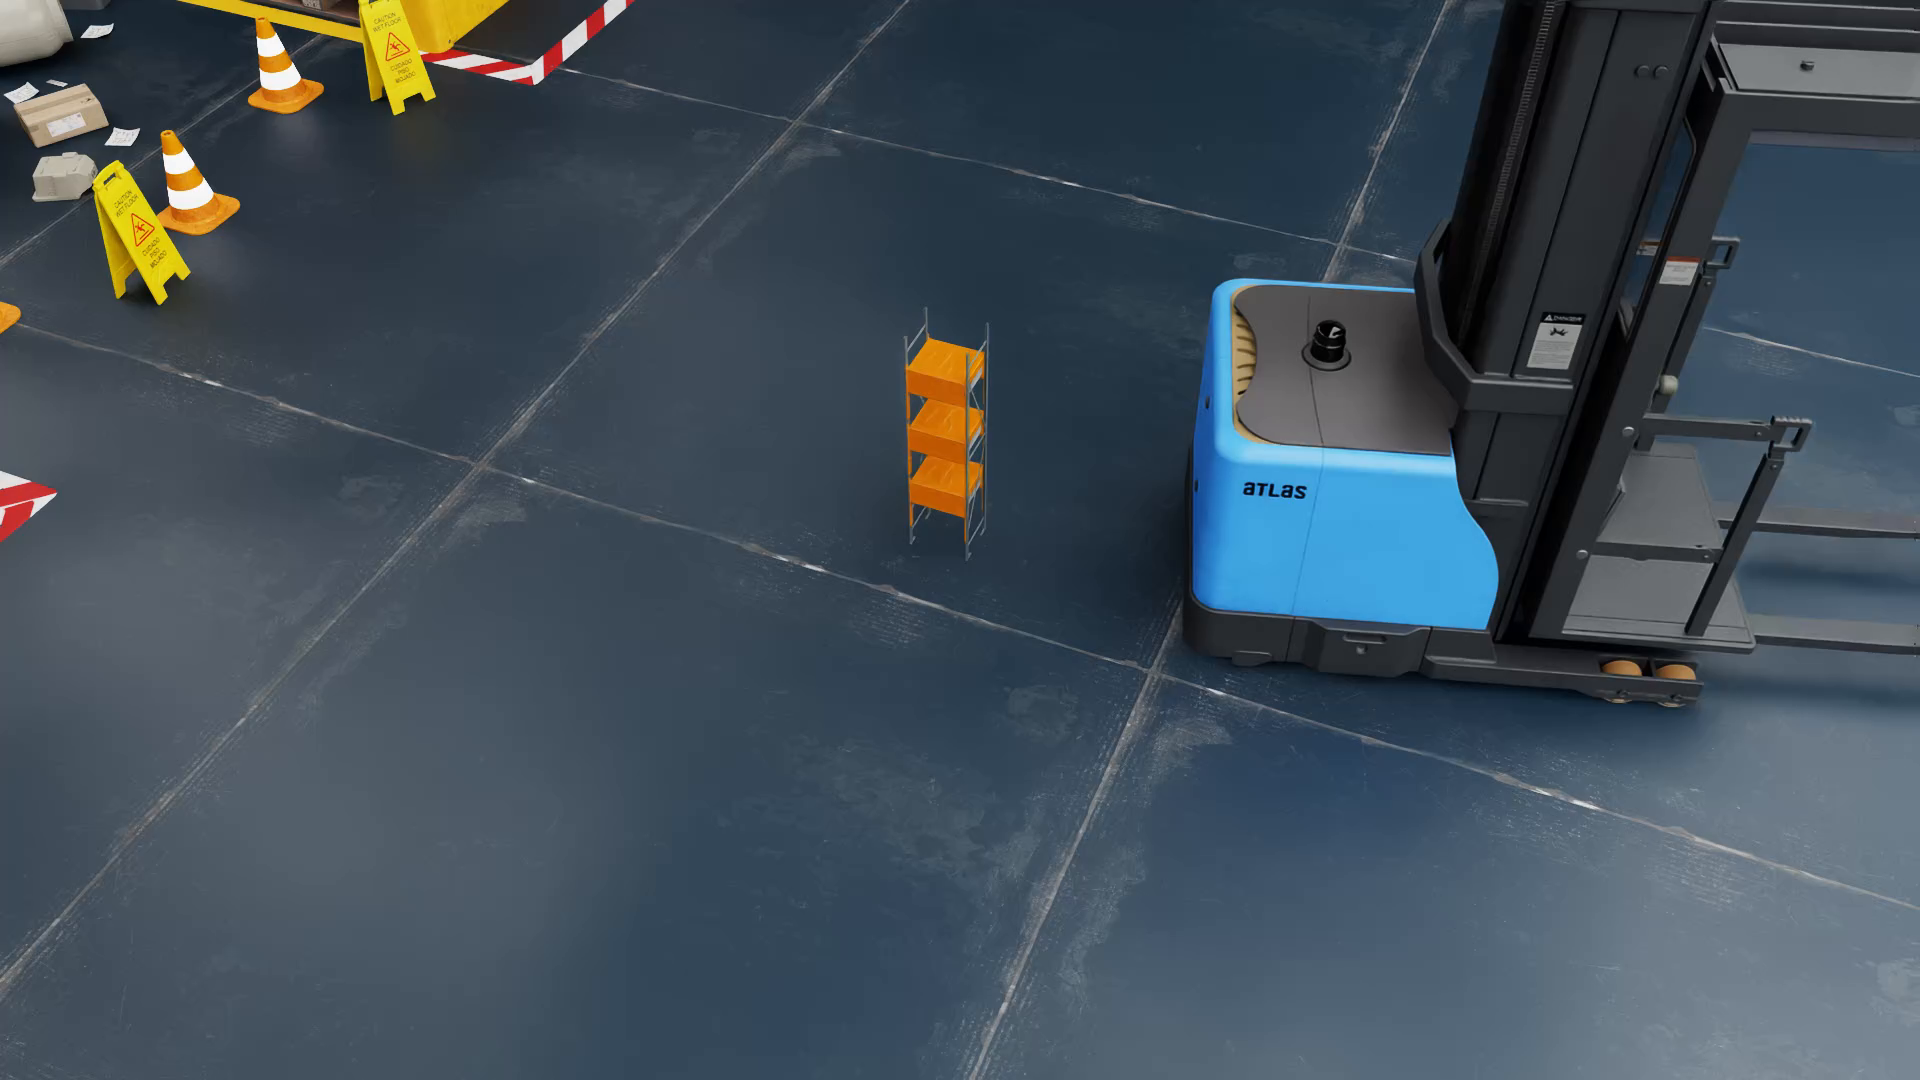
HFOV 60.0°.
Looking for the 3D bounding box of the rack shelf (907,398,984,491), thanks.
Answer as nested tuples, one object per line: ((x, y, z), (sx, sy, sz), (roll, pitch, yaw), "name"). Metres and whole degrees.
((-0.049, -0.379, 6.402), (0.240, 0.259, 0.215), (16, 47, 16), "rack shelf")

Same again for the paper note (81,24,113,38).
((-5.044, -2.980, 9.723), (0.148, 0.019, 0.142), (2, 45, 2), "paper note")

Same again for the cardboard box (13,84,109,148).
((-4.830, -2.282, 8.938), (0.380, 0.149, 0.250), (-28, 51, -25), "cardboard box")

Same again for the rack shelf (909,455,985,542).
((-0.049, -0.182, 6.598), (0.240, 0.259, 0.215), (16, 47, 16), "rack shelf")

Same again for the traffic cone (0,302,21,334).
((-4.600, -1.171, 7.599), (0.334, 0.463, 0.336), (16, 47, 16), "traffic cone")

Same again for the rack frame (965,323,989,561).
((0.063, -0.354, 6.361), (0.008, 1.050, 0.200), (16, 47, 16), "rack frame")

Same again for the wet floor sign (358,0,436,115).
((-3.080, -2.669, 8.975), (0.232, 0.644, 0.267), (33, 54, 29), "wet floor sign")

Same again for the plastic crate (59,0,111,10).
((-5.402, -3.343, 10.053), (0.583, 0.080, 0.402), (2, 45, 2), "plastic crate")

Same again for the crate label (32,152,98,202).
((-4.600, -1.872, 8.535), (0.298, 0.136, 0.250), (-5, 45, -5), "crate label")

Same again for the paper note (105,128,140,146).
((-4.482, -2.160, 8.900), (0.142, 0.019, 0.148), (2, 45, 2), "paper note")

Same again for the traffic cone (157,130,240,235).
((-3.851, -1.815, 8.246), (0.334, 0.463, 0.336), (16, 47, 16), "traffic cone")

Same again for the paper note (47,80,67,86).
((-5.059, -2.560, 9.316), (0.123, 0.001, 0.032), (16, 47, 16), "paper note")

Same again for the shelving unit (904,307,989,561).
((-0.049, -0.387, 6.394), (0.252, 1.050, 0.215), (16, 47, 16), "shelving unit")

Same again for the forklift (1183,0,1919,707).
((2.394, -0.820, 5.496), (3.031, 2.935, 1.130), (4, 45, 4), "forklift")

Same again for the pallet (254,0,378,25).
((-3.650, -3.528, 10.146), (1.213, 0.211, 1.003), (16, 47, 16), "pallet")

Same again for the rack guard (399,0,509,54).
((-2.914, -3.386, 9.799), (0.348, 0.500, 1.175), (16, 47, 16), "rack guard")

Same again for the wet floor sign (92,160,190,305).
((-3.867, -1.449, 7.748), (0.232, 0.644, 0.267), (9, 46, 9), "wet floor sign")

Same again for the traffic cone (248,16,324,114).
((-3.737, -2.630, 9.065), (0.334, 0.463, 0.336), (16, 47, 16), "traffic cone")

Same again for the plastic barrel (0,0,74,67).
((-5.333, -2.914, 9.379), (0.512, 0.421, 0.421), (-20, 48, -19), "plastic barrel")

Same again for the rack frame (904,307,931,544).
((-0.162, -0.420, 6.428), (0.008, 1.050, 0.200), (16, 47, 16), "rack frame")

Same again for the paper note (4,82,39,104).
((-5.209, -2.485, 9.234), (0.142, 0.019, 0.148), (33, 54, 29), "paper note")

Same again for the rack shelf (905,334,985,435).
((-0.049, -0.580, 6.202), (0.240, 0.259, 0.215), (16, 47, 16), "rack shelf")
